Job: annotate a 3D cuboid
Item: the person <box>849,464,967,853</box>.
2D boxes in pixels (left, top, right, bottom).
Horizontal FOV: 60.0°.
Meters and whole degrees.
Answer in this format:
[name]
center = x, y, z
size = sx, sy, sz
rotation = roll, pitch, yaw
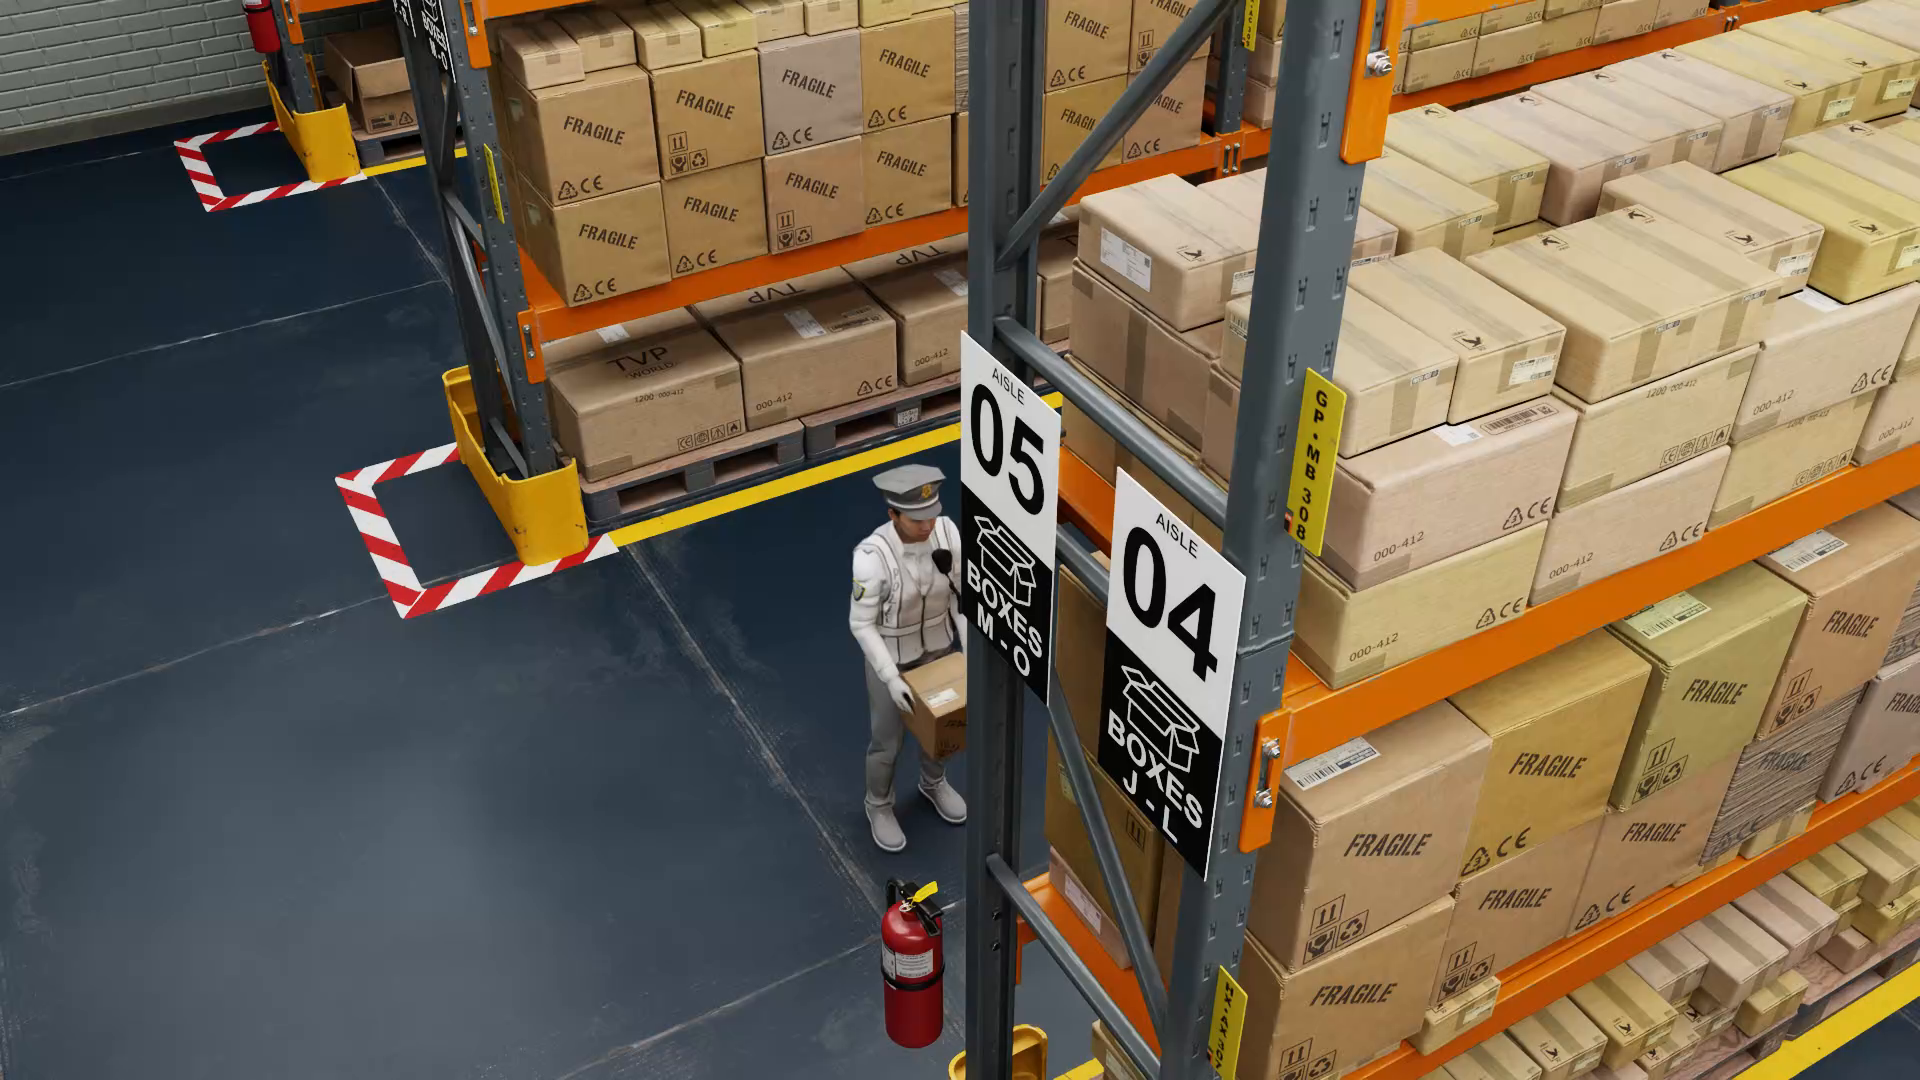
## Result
[person]
center = -0.164, 0.446, 6.315
size = 0.500, 1.684, 0.411
rotation = -20, 41, -24
